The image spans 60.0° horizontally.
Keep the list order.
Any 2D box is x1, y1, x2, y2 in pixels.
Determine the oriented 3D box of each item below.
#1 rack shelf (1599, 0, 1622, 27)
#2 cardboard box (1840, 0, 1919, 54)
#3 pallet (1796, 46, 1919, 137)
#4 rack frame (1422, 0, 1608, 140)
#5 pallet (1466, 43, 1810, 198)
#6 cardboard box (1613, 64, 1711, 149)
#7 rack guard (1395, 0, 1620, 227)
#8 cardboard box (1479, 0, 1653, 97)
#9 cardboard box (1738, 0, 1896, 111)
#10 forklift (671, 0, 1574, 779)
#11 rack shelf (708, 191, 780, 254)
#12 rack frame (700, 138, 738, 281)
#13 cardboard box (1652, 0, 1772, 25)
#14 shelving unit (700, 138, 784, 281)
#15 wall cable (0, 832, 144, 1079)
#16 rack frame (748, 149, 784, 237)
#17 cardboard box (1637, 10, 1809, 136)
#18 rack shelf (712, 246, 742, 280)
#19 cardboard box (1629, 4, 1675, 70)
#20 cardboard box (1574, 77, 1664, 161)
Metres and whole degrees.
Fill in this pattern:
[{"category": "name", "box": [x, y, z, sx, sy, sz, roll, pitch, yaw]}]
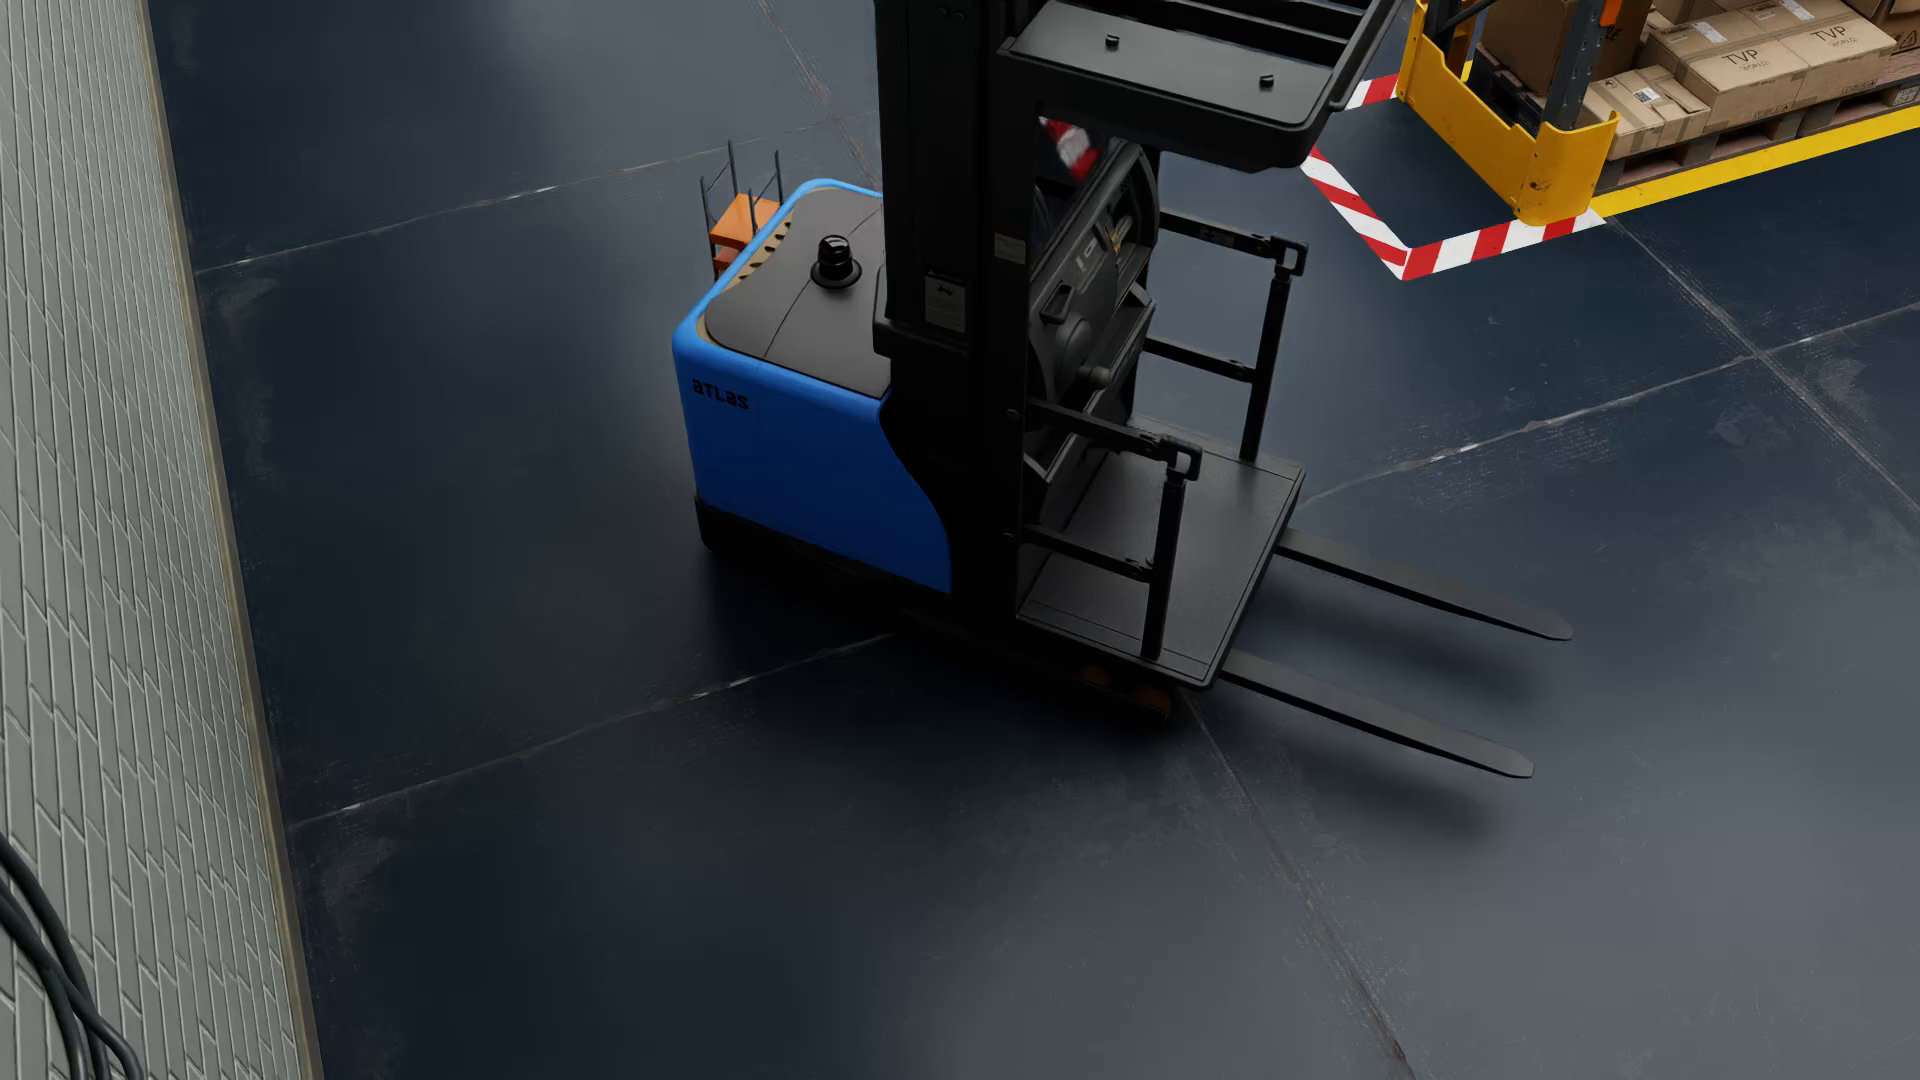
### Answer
[{"category": "rack shelf", "box": [4.268, -3.144, 7.447, 4.000, 0.370, 1.077, -17, 52, -14]}, {"category": "cardboard box", "box": [4.382, -2.740, 7.981, 0.637, 0.503, 0.797, -17, 52, -14]}, {"category": "pallet", "box": [4.352, -2.494, 8.253, 1.213, 0.211, 1.003, -17, 52, -14]}, {"category": "rack frame", "box": [2.416, -2.805, 6.681, 0.127, 3.000, 1.000, -17, 52, -14]}, {"category": "pallet", "box": [3.224, -2.147, 7.955, 1.213, 0.211, 1.003, -17, 52, -14]}, {"category": "cardboard box", "box": [3.165, -1.976, 7.547, 0.250, 0.166, 0.380, -17, 52, -14]}, {"category": "rack guard", "box": [2.487, -2.012, 7.649, 0.348, 0.500, 1.175, -17, 52, -14]}, {"category": "cardboard box", "box": [2.827, -2.463, 7.745, 0.500, 0.500, 0.500, -17, 52, -14]}, {"category": "cardboard box", "box": [3.953, -2.296, 7.767, 0.500, 0.250, 0.500, -17, 52, -14]}, {"category": "forklift", "box": [0.595, -0.769, 4.978, 3.031, 2.935, 1.130, 20, 52, 16]}, {"category": "rack shelf", "box": [-0.768, -1.128, 6.009, 0.180, 0.103, 0.258, 16, 52, 13]}, {"category": "rack frame", "box": [-0.852, -0.950, 6.272, 0.006, 1.200, 0.240, 16, 52, 13]}, {"category": "cardboard box", "box": [3.717, -2.633, 8.056, 0.500, 0.250, 0.500, -17, 52, -14]}, {"category": "shelving unit", "box": [-0.766, -0.926, 6.251, 0.189, 1.200, 0.258, 16, 52, 13]}, {"category": "wall cable", "box": [-1.078, 1.102, 1.419, 0.112, 2.526, 3.097, -17, 52, -14]}, {"category": "rack frame", "box": [-0.680, -0.901, 6.230, 0.006, 1.200, 0.240, 16, 52, 13]}, {"category": "cardboard box", "box": [3.490, -2.152, 7.644, 0.500, 0.250, 0.500, -17, 52, -14]}, {"category": "rack shelf", "box": [-0.767, -1.051, 6.101, 0.180, 0.103, 0.258, 16, 52, 13]}, {"category": "cardboard box", "box": [3.236, -2.407, 7.917, 0.250, 0.166, 0.380, -17, 52, -14]}, {"category": "cardboard box", "box": [2.934, -1.898, 7.492, 0.250, 0.149, 0.380, -17, 52, -14]}]
